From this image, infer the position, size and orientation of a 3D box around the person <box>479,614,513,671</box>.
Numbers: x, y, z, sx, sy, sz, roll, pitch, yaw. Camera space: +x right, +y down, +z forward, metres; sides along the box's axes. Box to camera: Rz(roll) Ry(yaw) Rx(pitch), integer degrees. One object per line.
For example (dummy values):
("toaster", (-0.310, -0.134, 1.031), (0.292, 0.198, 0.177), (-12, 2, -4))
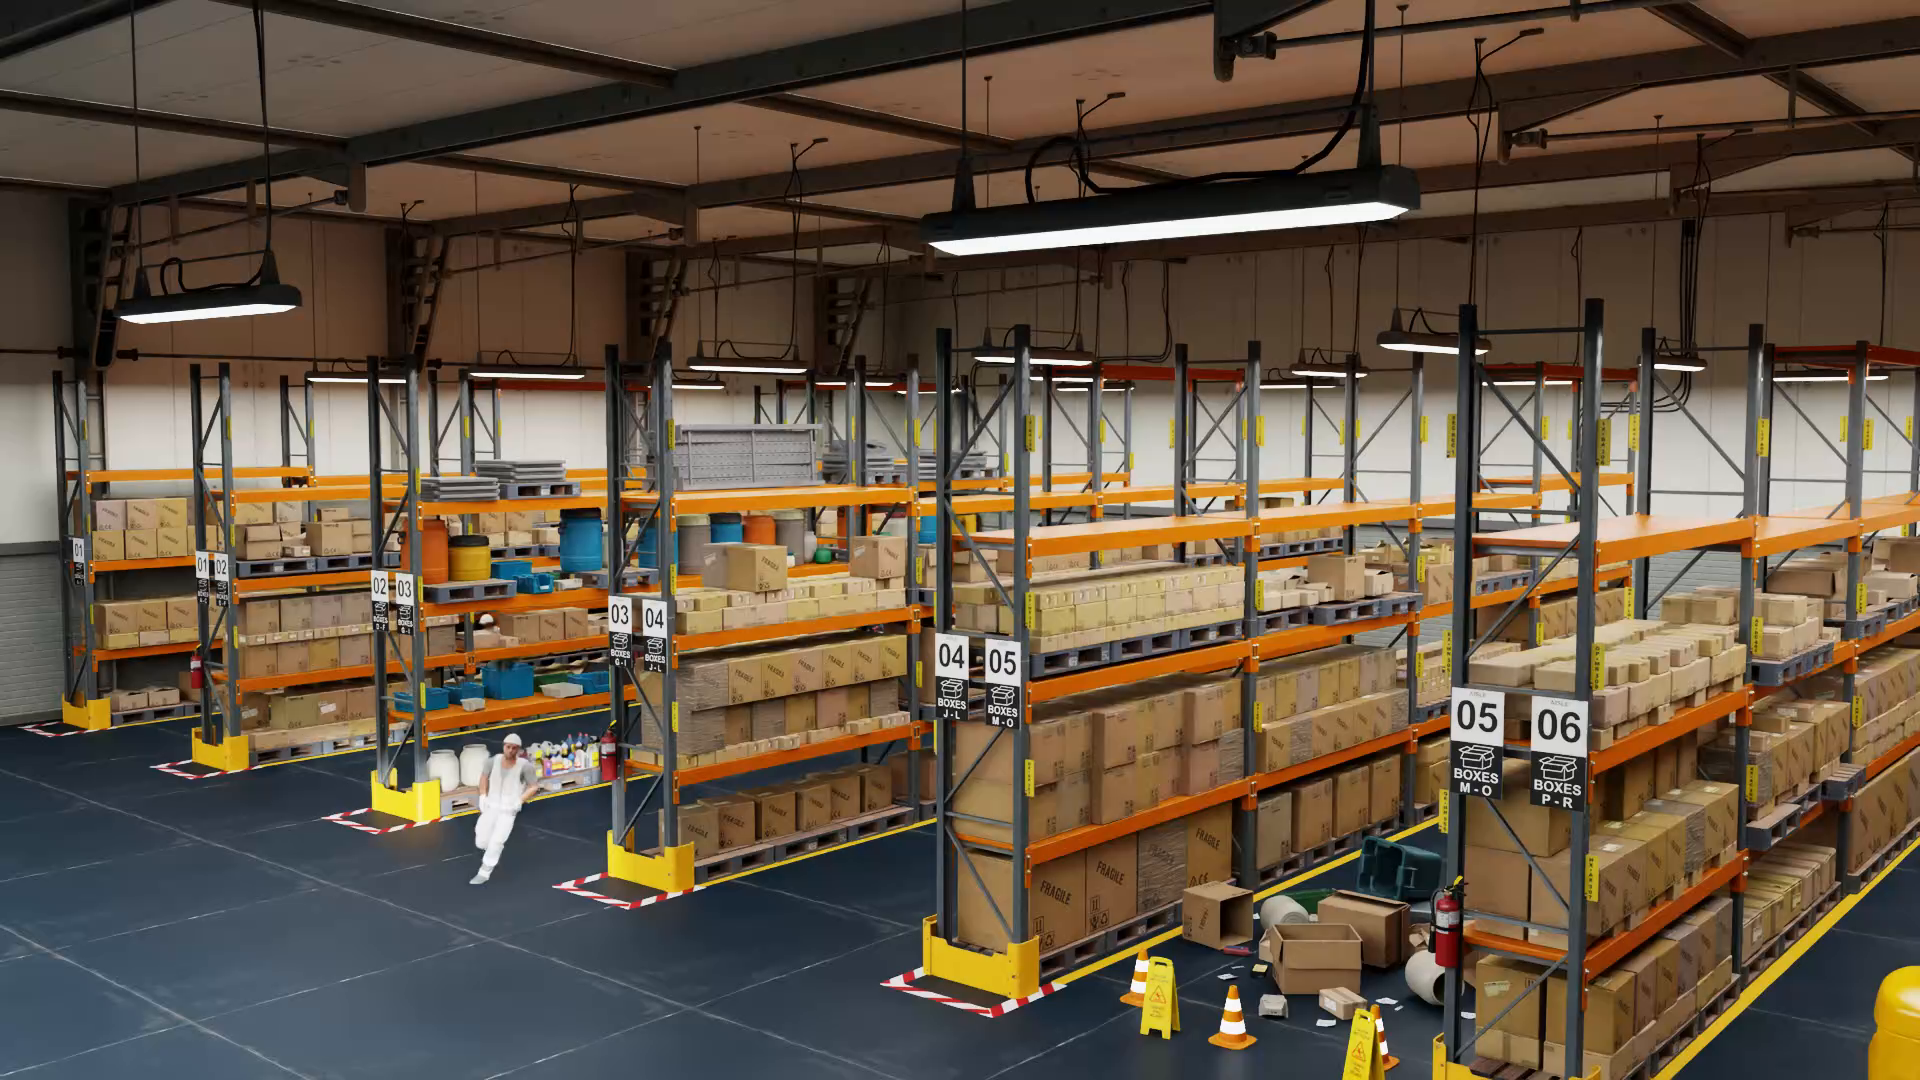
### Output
("person", (-8.599, 2.147, 30.780), (0.684, 1.599, 0.856), (2, 5, 29))

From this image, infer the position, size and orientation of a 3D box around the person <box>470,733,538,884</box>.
("person", (-5.070, 2.978, 18.609), (0.724, 1.686, 0.631), (0, 4, 6))

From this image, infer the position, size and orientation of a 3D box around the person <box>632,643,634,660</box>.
("person", (-6.563, 1.972, 32.551), (0.598, 1.652, 0.933), (3, 5, 34))
